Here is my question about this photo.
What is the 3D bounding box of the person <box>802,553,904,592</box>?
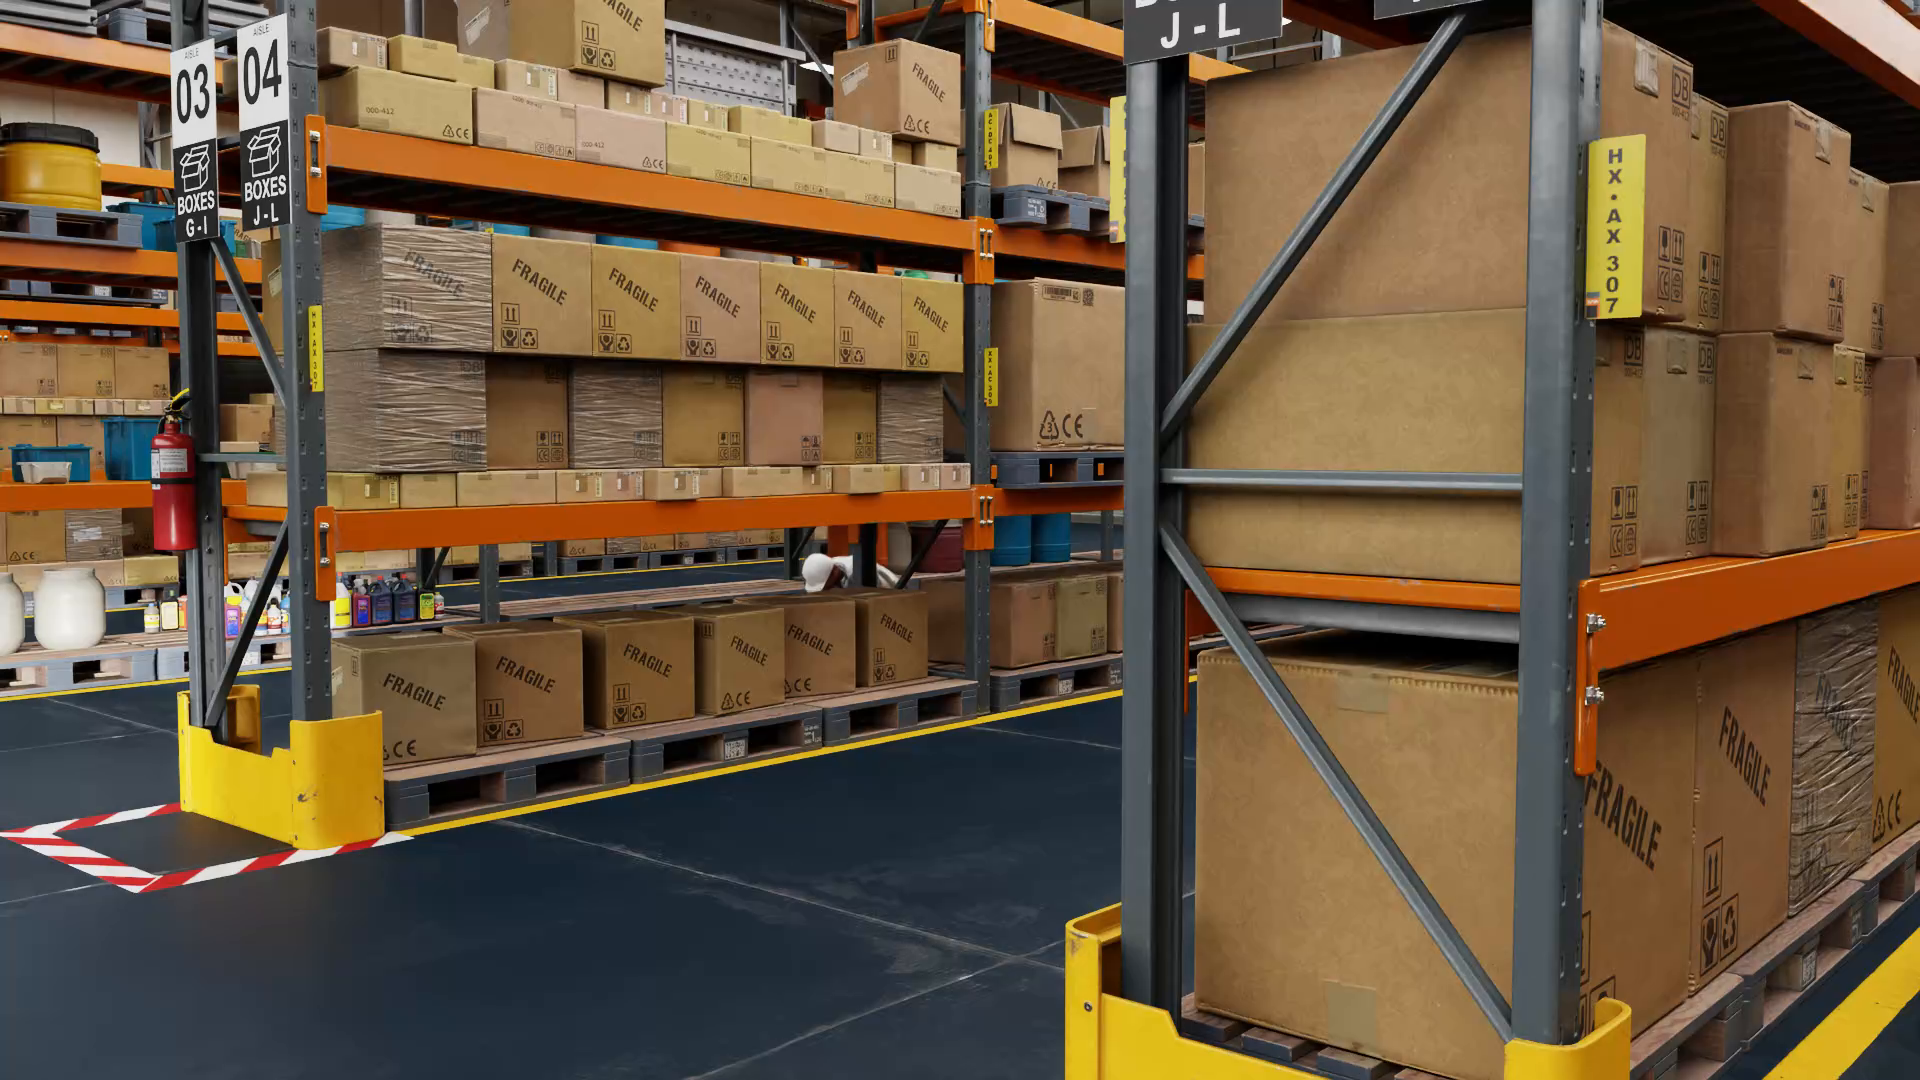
[{"bbox_3d":[-0.799,0.508,12.013,0.526,0.870,0.957,3,5,40],"label":"person"}]
